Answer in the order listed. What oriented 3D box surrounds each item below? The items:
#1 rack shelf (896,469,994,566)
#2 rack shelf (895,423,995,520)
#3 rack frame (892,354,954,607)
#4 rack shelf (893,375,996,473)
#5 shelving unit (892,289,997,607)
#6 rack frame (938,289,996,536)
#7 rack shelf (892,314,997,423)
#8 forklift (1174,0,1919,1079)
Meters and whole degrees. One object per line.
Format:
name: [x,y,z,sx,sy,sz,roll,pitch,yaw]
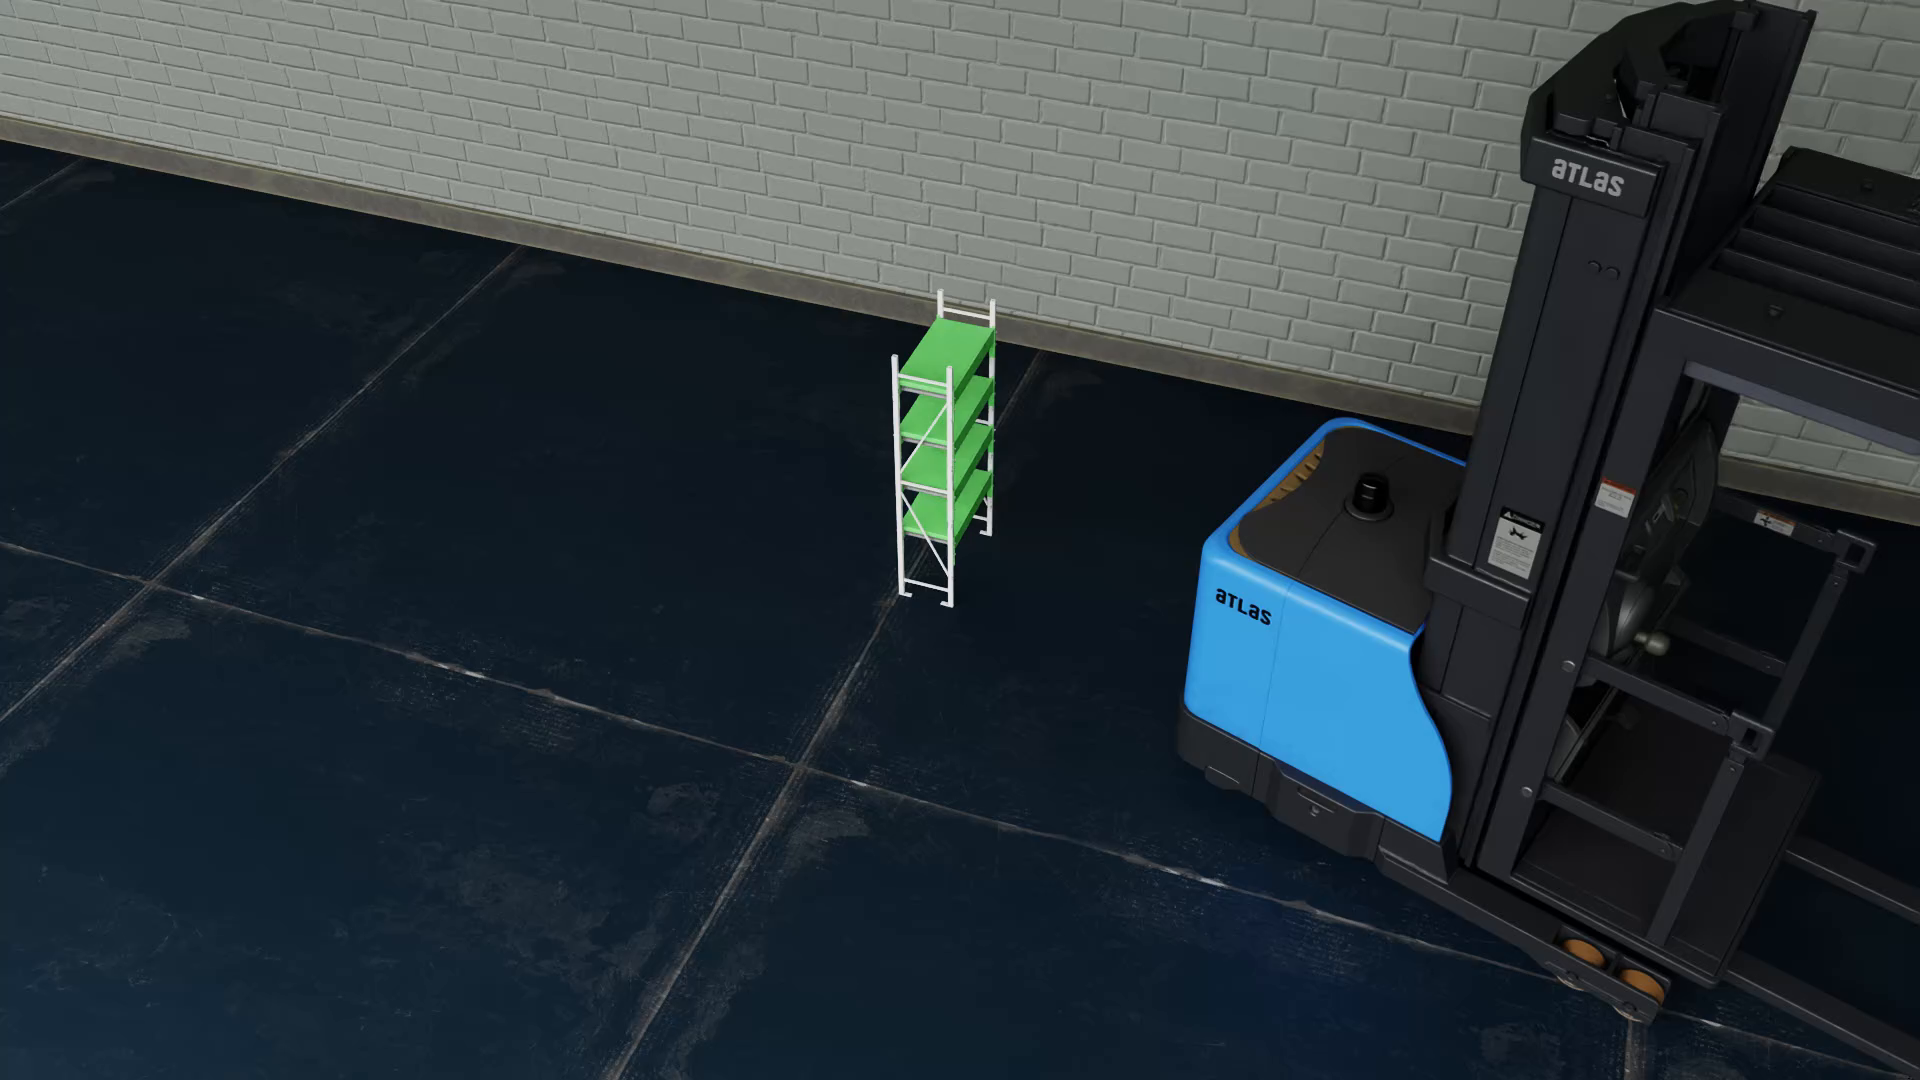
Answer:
rack shelf: [-0.057,-0.124,6.939,0.258,0.148,0.480,13,42,15]
rack shelf: [-0.057,-0.307,6.784,0.258,0.148,0.480,13,42,15]
rack frame: [-0.140,-0.207,6.568,0.240,1.200,0.015,13,42,15]
rack shelf: [-0.057,-0.489,6.628,0.258,0.148,0.480,13,42,15]
shelving unit: [-0.057,-0.356,6.742,0.258,1.200,0.503,13,42,15]
rack frame: [0.027,-0.504,6.917,0.240,1.200,0.015,13,42,15]
rack shelf: [-0.057,-0.672,6.472,0.258,0.148,0.480,13,42,15]
forklift: [2.278,0.055,4.927,3.031,2.935,1.130,27,47,28]
